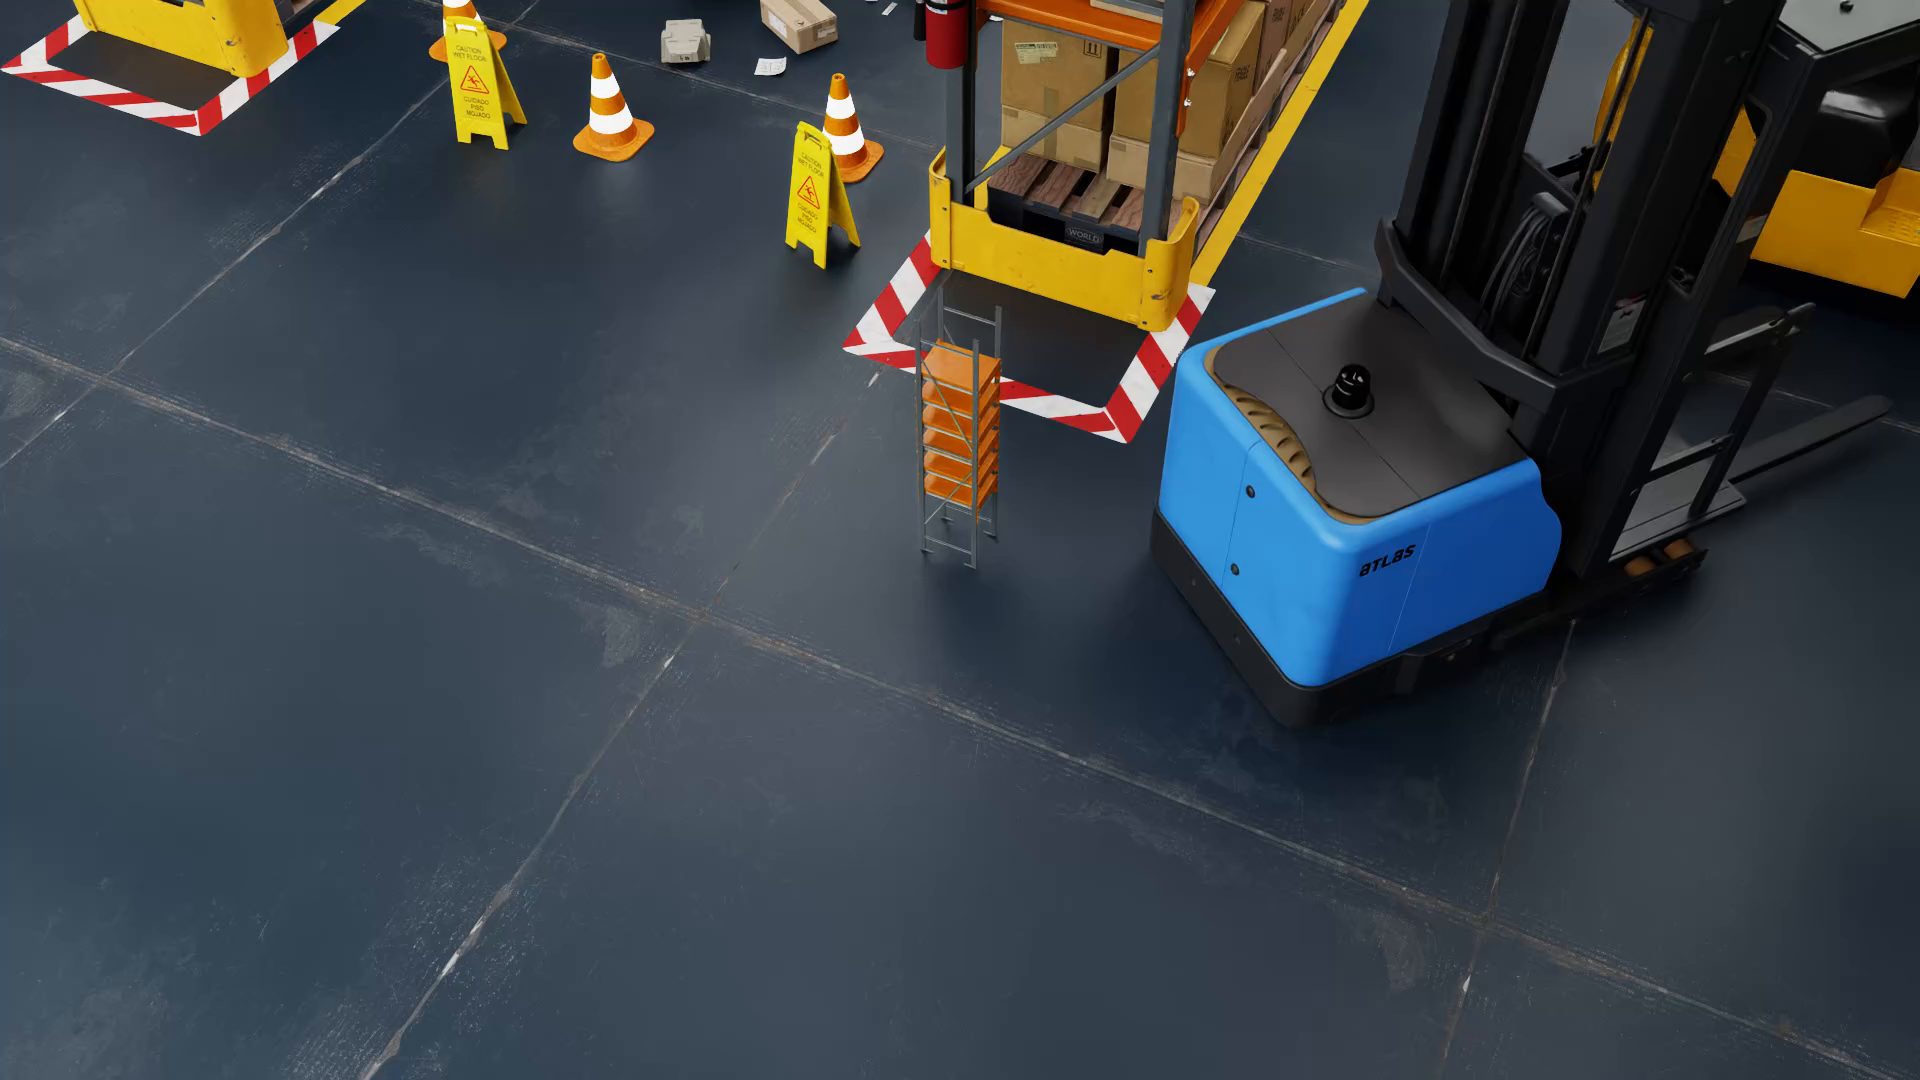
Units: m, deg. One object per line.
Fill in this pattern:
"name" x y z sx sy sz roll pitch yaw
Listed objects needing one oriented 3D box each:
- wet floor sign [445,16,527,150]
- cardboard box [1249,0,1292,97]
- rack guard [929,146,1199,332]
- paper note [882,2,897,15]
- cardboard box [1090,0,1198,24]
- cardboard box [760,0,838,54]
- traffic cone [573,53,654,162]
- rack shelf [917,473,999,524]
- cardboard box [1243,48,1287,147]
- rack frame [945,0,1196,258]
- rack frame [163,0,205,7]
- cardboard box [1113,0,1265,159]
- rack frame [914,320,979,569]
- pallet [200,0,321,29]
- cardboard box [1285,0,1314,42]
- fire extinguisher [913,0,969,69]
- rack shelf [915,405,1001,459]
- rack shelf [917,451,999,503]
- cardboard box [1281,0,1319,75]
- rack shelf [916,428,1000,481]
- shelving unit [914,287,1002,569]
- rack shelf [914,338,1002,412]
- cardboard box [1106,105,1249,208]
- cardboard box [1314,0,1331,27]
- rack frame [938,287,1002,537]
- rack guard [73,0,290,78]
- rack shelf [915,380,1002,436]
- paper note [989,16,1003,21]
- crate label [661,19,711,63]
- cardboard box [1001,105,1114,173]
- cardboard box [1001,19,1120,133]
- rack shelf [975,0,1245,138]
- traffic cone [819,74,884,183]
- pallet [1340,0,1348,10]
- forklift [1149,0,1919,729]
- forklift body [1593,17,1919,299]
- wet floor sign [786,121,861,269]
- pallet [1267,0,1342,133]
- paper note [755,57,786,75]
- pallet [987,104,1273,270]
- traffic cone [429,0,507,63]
"wet floor sign" -2.328 -2.243 8.050 0.267 0.644 0.232 12 51 10
"cardboard box" 1.236 -2.460 7.726 0.500 0.500 0.500 18 52 15
"rack guard" 0.445 -1.371 7.404 1.175 0.500 0.348 20 52 16
"paper note" -0.380 -2.877 9.007 0.032 0.001 0.123 20 52 16
"cardboard box" 0.745 -2.214 6.644 0.380 0.149 0.250 20 52 16
"cardboard box" -0.854 -2.764 8.820 0.250 0.149 0.380 -28 55 -22
"traffic cone" -1.719 -2.150 8.090 0.336 0.463 0.334 20 52 16
"rack shelf" -0.006 -0.195 6.316 0.258 0.103 0.180 20 52 16
"cardboard box" 1.232 -2.188 7.987 0.500 0.250 0.500 22 53 17
"rack frame" 0.413 -2.129 6.407 1.000 3.000 0.127 20 52 16
"rack frame" -4.106 -3.670 7.718 1.000 3.000 0.127 20 52 16
"cardboard box" 1.017 -2.099 7.419 0.500 0.500 0.500 18 52 15
"rack frame" -0.045 -0.316 6.046 0.240 1.200 0.006 20 52 16
"pallet" -3.835 -3.342 9.271 1.003 0.211 1.213 20 52 16
"cardboard box" 1.458 -2.803 8.018 0.500 0.500 0.500 21 53 17
"fire extinguisher" -0.053 -2.175 6.497 0.296 0.674 0.183 20 52 16
"rack shelf" -0.006 -0.428 6.042 0.258 0.103 0.180 20 52 16
"rack shelf" -0.006 -0.272 6.225 0.258 0.103 0.180 20 52 16
"cardboard box" 1.454 -2.568 8.311 0.500 0.250 0.500 23 53 18
"rack shelf" -0.006 -0.350 6.134 0.258 0.103 0.180 20 52 16
"shelving unit" -0.006 -0.379 6.100 0.258 1.200 0.189 20 52 16
"rack shelf" -0.006 -0.583 5.859 0.258 0.103 0.180 20 52 16
"cardboard box" 1.007 -1.839 7.690 0.500 0.250 0.500 19 52 16
"cardboard box" 1.672 -2.915 8.606 0.500 0.250 0.500 21 53 17
"rack frame" 0.033 -0.442 6.153 0.240 1.200 0.006 20 52 16
"rack guard" -4.116 -2.843 8.656 1.175 0.500 0.348 20 52 16
"rack shelf" -0.006 -0.506 5.951 0.258 0.103 0.180 20 52 16
"paper note" 0.203 -2.852 8.971 0.142 0.019 0.148 4 50 3
"crate label" -1.439 -2.606 8.692 0.250 0.136 0.298 -4 50 -3
"cardboard box" 0.525 -2.035 7.857 0.500 0.250 0.500 20 52 16
"cardboard box" 0.519 -2.253 7.550 0.500 0.500 0.500 20 53 16
"rack shelf" 1.267 -3.273 7.853 1.077 0.370 4.000 20 52 16
"traffic cone" -0.570 -2.023 7.982 0.336 0.463 0.334 20 52 16
"pallet" 1.867 -3.506 9.410 1.003 0.211 1.213 20 52 16
"forklift" 2.287 -1.072 5.553 3.031 2.935 1.130 -21 53 -17
"forklift body" 4.063 -2.141 6.974 2.313 2.155 1.214 20 52 16
"wet floor sign" -0.636 -1.583 7.489 0.232 0.644 0.267 -37 59 -27
"pallet" 1.347 -2.663 8.692 1.003 0.211 1.213 20 52 16
"paper note" -0.983 -2.465 8.643 0.148 0.019 0.142 4 50 3
"pallet" 0.824 -1.826 7.980 1.003 0.211 1.213 20 52 16
"traffic cone" -2.595 -2.751 8.603 0.336 0.463 0.334 20 52 16
